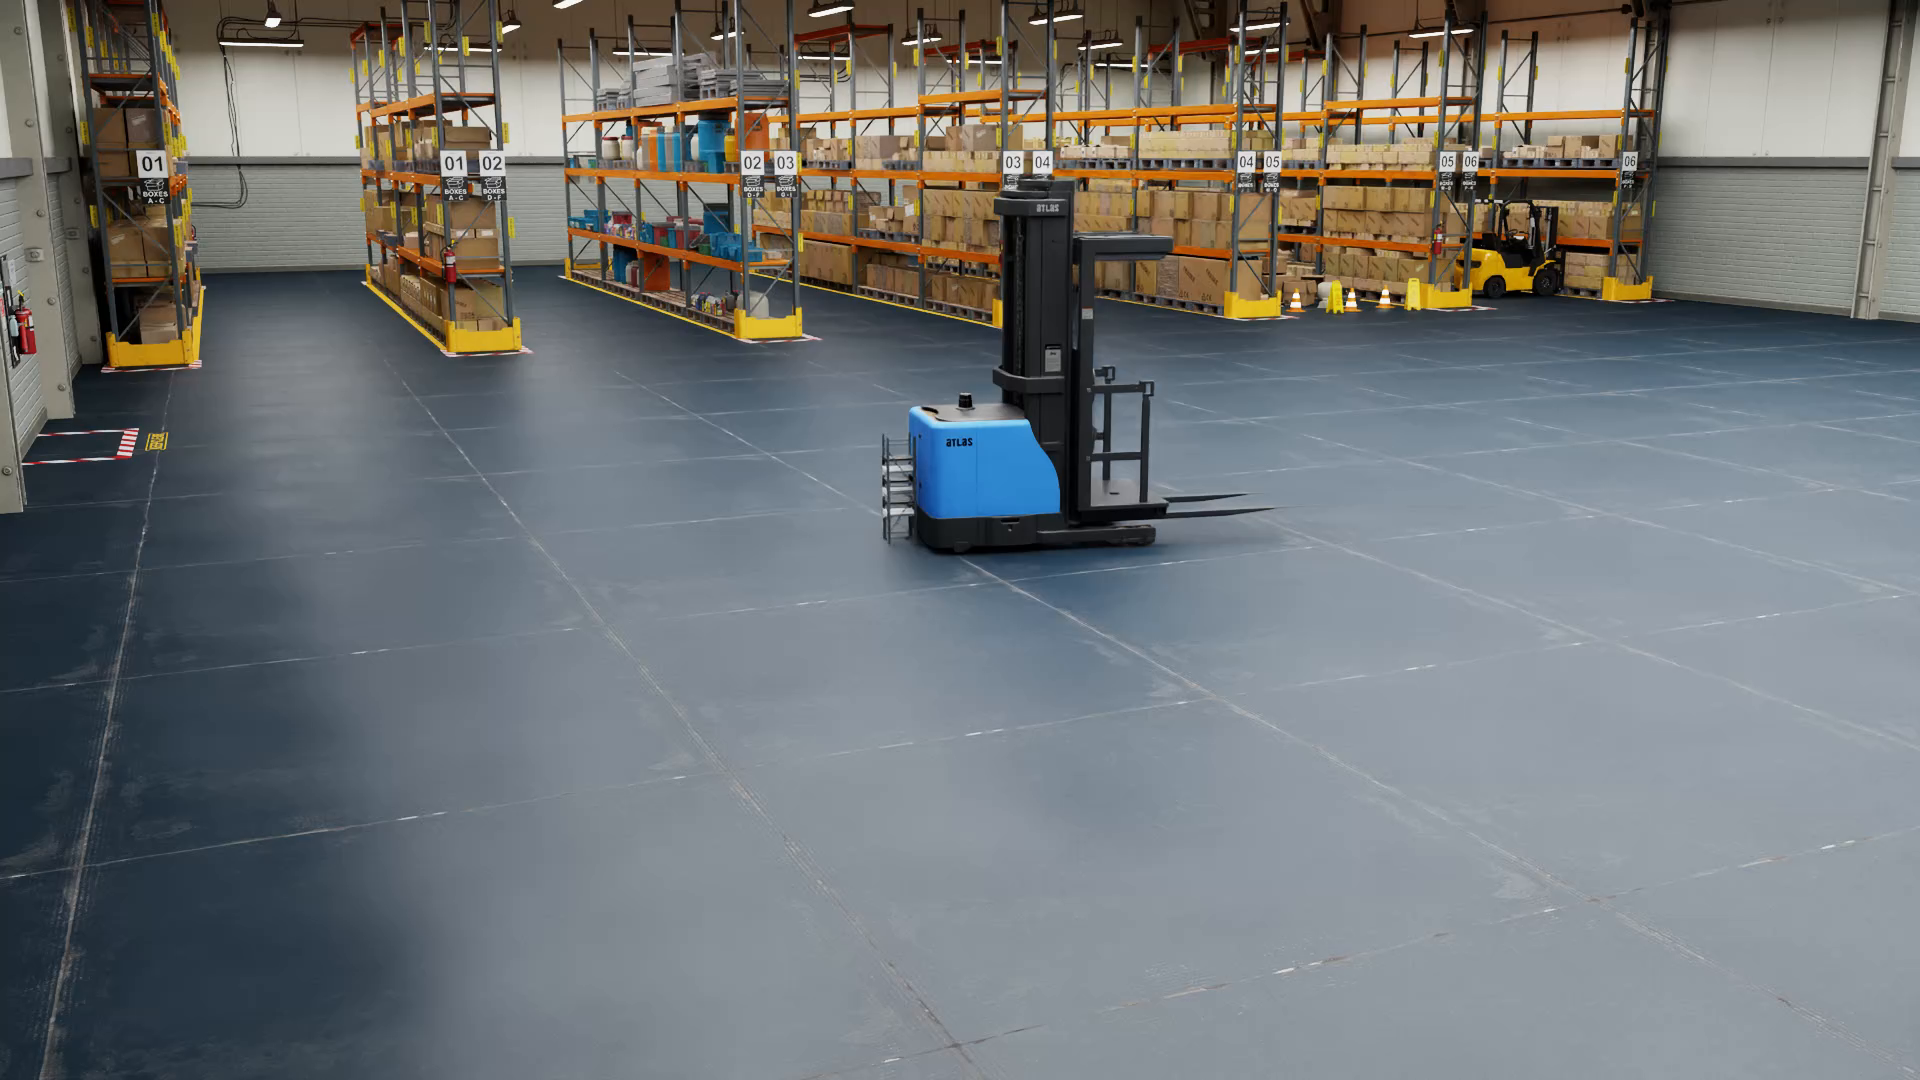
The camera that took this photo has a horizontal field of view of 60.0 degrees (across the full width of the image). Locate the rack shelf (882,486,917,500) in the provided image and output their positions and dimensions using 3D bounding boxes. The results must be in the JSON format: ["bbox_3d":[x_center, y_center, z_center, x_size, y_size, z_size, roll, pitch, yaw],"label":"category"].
[{"bbox_3d":[-0.499,-0.384,13.680,0.258,0.077,0.200,-3,13,-13],"label":"rack shelf"}]

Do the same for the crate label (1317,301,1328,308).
[{"bbox_3d":[7.700,-4.954,34.973,0.298,0.136,0.250,9,16,35],"label":"crate label"}]

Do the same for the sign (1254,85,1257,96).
[{"bbox_3d":[8.961,-13.646,50.450,0.100,0.325,0.005,-6,14,-23],"label":"sign"}]

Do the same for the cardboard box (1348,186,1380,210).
[{"bbox_3d":[9.043,-7.573,36.841,0.700,0.500,0.500,-6,14,-24],"label":"cardboard box"}]

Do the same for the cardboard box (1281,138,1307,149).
[{"bbox_3d":[7.926,-9.370,39.344,0.500,0.250,0.500,-5,14,-22],"label":"cardboard box"}]

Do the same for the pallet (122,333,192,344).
[{"bbox_3d":[-13.198,-3.233,27.370,1.003,0.211,1.213,-6,14,-23],"label":"pallet"}]

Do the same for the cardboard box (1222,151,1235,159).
[{"bbox_3d":[5.368,-7.553,32.603,0.380,0.149,0.250,-6,14,-23],"label":"cardboard box"}]

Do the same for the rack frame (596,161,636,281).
[{"bbox_3d":[-8.119,-7.527,39.740,1.000,3.000,0.127,-6,14,-23],"label":"rack frame"}]

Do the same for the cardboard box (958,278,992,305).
[{"bbox_3d":[0.305,-4.983,33.362,0.500,0.500,0.500,-7,15,-28],"label":"cardboard box"}]

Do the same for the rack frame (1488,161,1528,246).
[{"bbox_3d":[13.251,-7.666,40.340,1.000,3.000,0.127,-6,14,-23],"label":"rack frame"}]

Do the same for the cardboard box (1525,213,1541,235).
[{"bbox_3d":[13.617,-7.389,38.920,0.500,0.500,0.500,-6,14,-24],"label":"cardboard box"}]

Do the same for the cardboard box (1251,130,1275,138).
[{"bbox_3d":[5.970,-8.001,32.770,0.380,0.149,0.250,-5,14,-22],"label":"cardboard box"}]

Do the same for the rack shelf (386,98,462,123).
[{"bbox_3d":[-10.255,-8.218,31.904,1.077,0.370,4.000,-6,14,-23],"label":"rack shelf"}]

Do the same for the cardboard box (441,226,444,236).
[{"bbox_3d":[-8.592,-5.241,28.202,0.380,0.149,0.250,-5,14,-21],"label":"cardboard box"}]

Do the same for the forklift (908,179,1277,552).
[{"bbox_3d":[1.132,-1.480,13.765,3.031,2.935,1.130,-3,13,-13],"label":"forklift"}]

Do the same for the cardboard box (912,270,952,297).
[{"bbox_3d":[-0.602,-5.447,35.320,0.700,0.500,0.500,-7,15,-27],"label":"cardboard box"}]

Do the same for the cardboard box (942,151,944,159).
[{"bbox_3d":[-0.132,-7.656,33.091,0.380,0.149,0.250,-5,14,-21],"label":"cardboard box"}]

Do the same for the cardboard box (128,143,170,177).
[{"bbox_3d":[-12.294,-5.765,25.206,0.500,0.500,0.500,-5,14,-21],"label":"cardboard box"}]

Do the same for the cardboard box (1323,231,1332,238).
[{"bbox_3d":[8.537,-7.000,38.021,0.380,0.149,0.250,-6,14,-23],"label":"cardboard box"}]

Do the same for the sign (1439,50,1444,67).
[{"bbox_3d":[9.790,-9.799,33.830,0.100,0.325,0.005,-6,14,-23],"label":"sign"}]

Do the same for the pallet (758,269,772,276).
[{"bbox_3d":[-4.791,-7.284,44.875,1.003,0.211,1.213,-6,14,-23],"label":"pallet"}]

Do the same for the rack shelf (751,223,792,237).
[{"bbox_3d":[-4.382,-8.037,43.540,1.077,0.370,4.000,-6,14,-23],"label":"rack shelf"}]

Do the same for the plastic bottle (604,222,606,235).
[{"bbox_3d":[-8.363,-7.356,39.259,0.061,0.283,0.133,-6,14,-23],"label":"plastic bottle"}]

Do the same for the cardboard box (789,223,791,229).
[{"bbox_3d":[-4.106,-7.939,42.076,0.380,0.149,0.250,-5,14,-22],"label":"cardboard box"}]

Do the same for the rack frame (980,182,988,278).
[{"bbox_3d":[1.005,-8.402,43.519,1.000,3.000,0.127,-6,14,-23],"label":"rack frame"}]

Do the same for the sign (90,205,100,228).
[{"bbox_3d":[-12.906,-4.825,24.797,0.100,0.325,0.005,-6,14,-23],"label":"sign"}]

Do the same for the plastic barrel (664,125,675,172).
[{"bbox_3d":[-5.579,-7.801,33.157,0.600,0.901,0.600,0,13,0],"label":"plastic barrel"}]

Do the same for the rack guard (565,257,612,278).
[{"bbox_3d":[-9.742,-7.140,43.609,1.175,0.500,0.348,-6,14,-23],"label":"rack guard"}]

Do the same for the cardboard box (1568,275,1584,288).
[{"bbox_3d":[14.185,-5.877,37.775,0.500,0.250,0.500,-6,14,-23],"label":"cardboard box"}]

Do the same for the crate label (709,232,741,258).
[{"bbox_3d":[-4.297,-5.421,30.562,0.502,0.435,0.616,-6,14,-23],"label":"crate label"}]

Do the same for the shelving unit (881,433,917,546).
[{"bbox_3d":[-0.499,-0.417,13.673,0.258,0.900,0.210,-3,13,-13],"label":"shelving unit"}]

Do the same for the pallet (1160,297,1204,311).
[{"bbox_3d":[4.935,-4.974,34.892,1.003,0.211,1.213,-6,14,-23],"label":"pallet"}]

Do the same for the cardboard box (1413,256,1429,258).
[{"bbox_3d":[10.013,-5.925,36.321,0.500,0.500,0.500,-6,14,-25],"label":"cardboard box"}]

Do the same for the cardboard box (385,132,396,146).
[{"bbox_3d":[-11.988,-8.458,35.734,0.600,0.600,0.600,-6,14,-25],"label":"cardboard box"}]

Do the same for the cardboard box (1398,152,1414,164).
[{"bbox_3d":[9.667,-8.110,35.280,0.500,0.250,0.500,-6,14,-24],"label":"cardboard box"}]

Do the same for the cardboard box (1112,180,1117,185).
[{"bbox_3d":[4.518,-10.076,46.873,0.380,0.149,0.250,-6,14,-23],"label":"cardboard box"}]

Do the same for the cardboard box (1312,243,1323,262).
[{"bbox_3d":[10.256,-8.076,46.724,0.500,0.500,0.500,-6,14,-24],"label":"cardboard box"}]

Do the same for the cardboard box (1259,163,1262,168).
[{"bbox_3d":[7.473,-9.357,40.770,0.700,0.500,0.500,-6,14,-23],"label":"cardboard box"}]

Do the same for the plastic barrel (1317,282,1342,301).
[{"bbox_3d":[8.092,-5.425,36.372,0.512,0.421,0.421,4,14,16],"label":"plastic barrel"}]

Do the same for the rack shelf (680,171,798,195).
[{"bbox_3d":[-4.113,-6.572,30.556,1.077,0.370,4.000,-6,14,-23],"label":"rack shelf"}]

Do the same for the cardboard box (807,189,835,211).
[{"bbox_3d":[-3.317,-8.381,40.982,0.797,0.503,0.637,-6,14,-24],"label":"cardboard box"}]

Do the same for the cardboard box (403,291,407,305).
[{"bbox_3d":[-10.914,-4.881,33.472,0.500,0.250,0.500,-6,14,-25],"label":"cardboard box"}]

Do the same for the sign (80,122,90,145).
[{"bbox_3d":[-12.906,-6.000,24.525,0.100,0.325,0.005,-6,14,-23],"label":"sign"}]

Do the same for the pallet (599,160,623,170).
[{"bbox_3d":[-7.715,-8.743,38.762,1.213,0.211,1.003,-6,14,-23],"label":"pallet"}]

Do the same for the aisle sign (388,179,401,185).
[{"bbox_3d":[-14.008,-9.215,41.268,0.394,0.787,0.004,-6,14,-23],"label":"aisle sign"}]

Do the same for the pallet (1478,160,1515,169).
[{"bbox_3d":[12.886,-9.215,40.805,0.805,0.209,1.217,-6,14,-25],"label":"pallet"}]

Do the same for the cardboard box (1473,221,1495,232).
[{"bbox_3d":[12.809,-7.673,40.704,0.500,0.250,0.500,-5,14,-22],"label":"cardboard box"}]

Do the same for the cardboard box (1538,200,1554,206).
[{"bbox_3d":[13.695,-7.824,38.702,0.380,0.149,0.250,-6,14,-23],"label":"cardboard box"}]

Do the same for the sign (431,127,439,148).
[{"bbox_3d":[-8.355,-6.409,26.470,0.100,0.325,0.005,-6,14,-23],"label":"sign"}]

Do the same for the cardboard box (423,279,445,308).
[{"bbox_3d":[-9.348,-4.431,29.868,0.500,0.500,0.500,-6,14,-23],"label":"cardboard box"}]

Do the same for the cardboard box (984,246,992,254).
[{"bbox_3d":[0.676,-5.512,31.590,0.380,0.149,0.250,-6,14,-23],"label":"cardboard box"}]

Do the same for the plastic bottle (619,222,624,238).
[{"bbox_3d":[-7.680,-7.060,37.832,0.144,0.351,0.185,-6,14,-23],"label":"plastic bottle"}]
